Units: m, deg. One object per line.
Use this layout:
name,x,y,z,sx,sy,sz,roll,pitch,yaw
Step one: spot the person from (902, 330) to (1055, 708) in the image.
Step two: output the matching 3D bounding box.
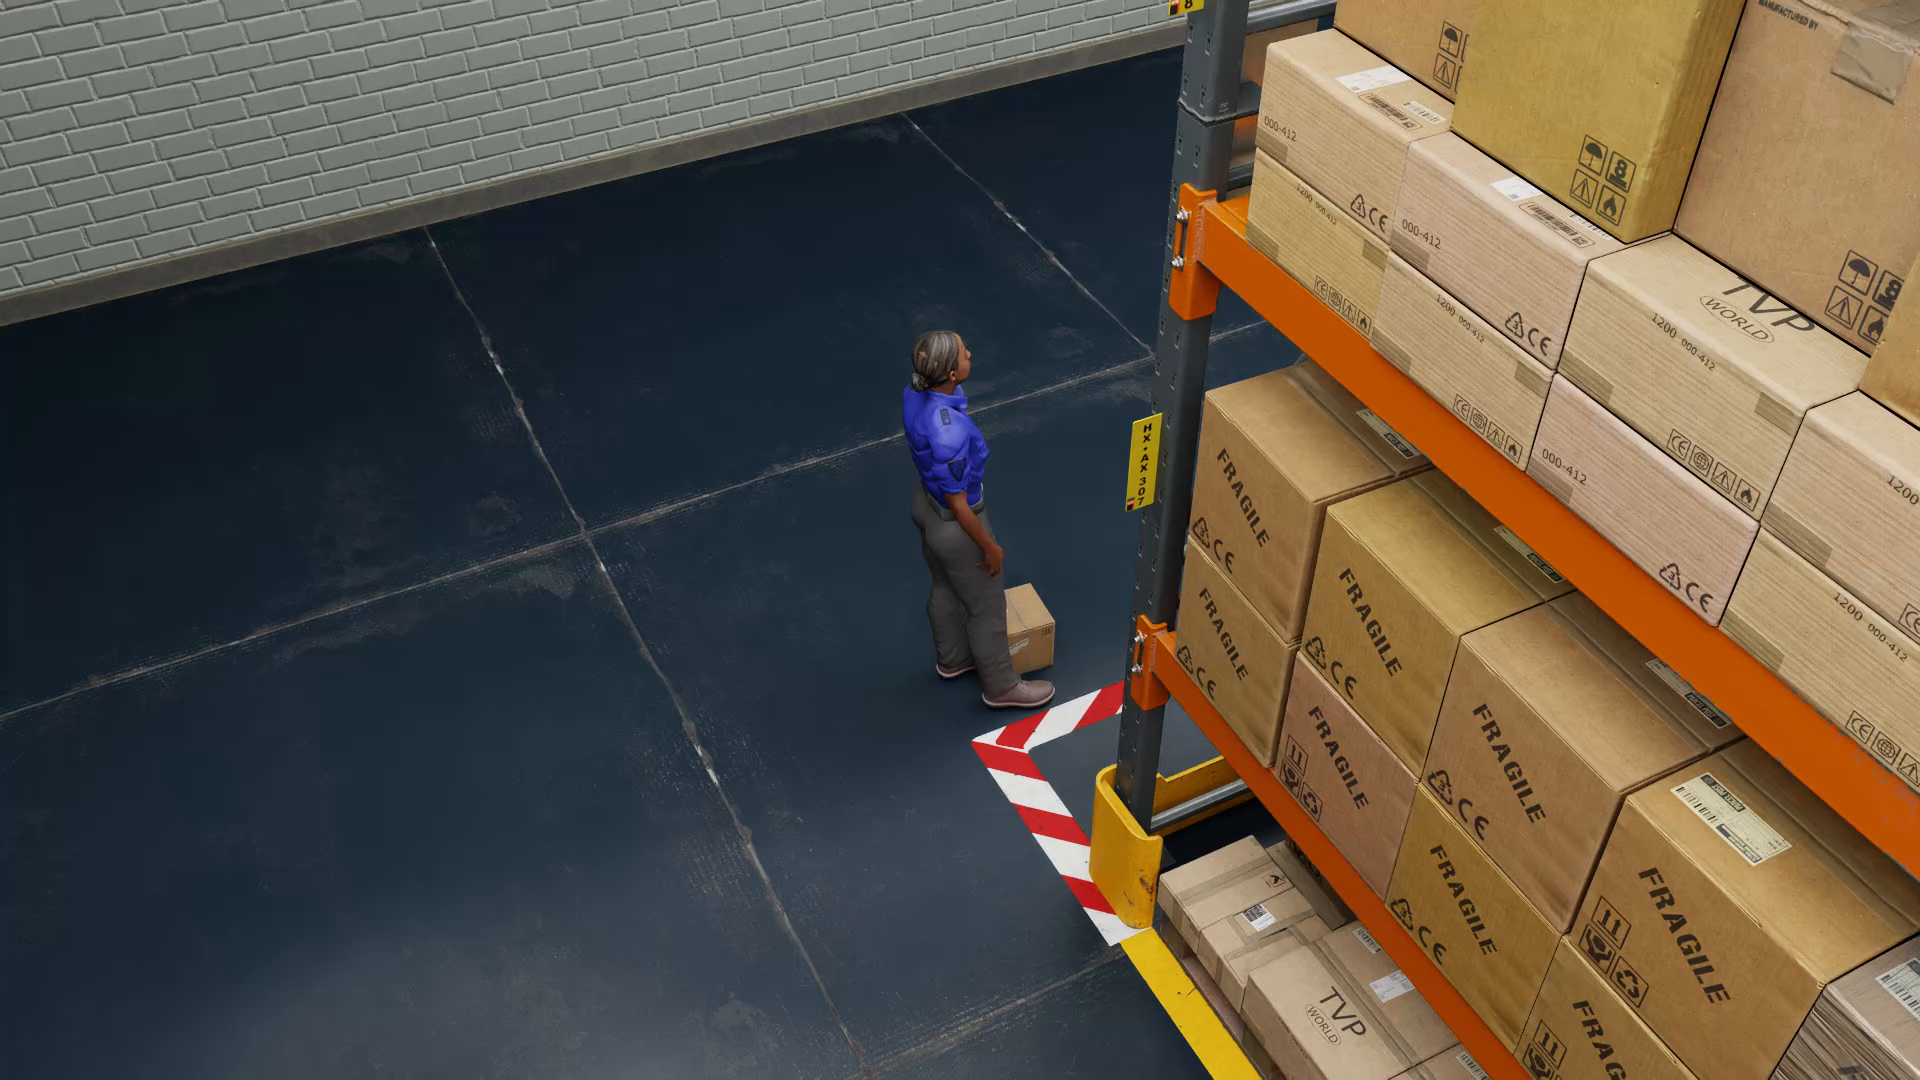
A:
person,0.061,-0.086,6.247,0.504,1.655,0.568,-15,44,-16
